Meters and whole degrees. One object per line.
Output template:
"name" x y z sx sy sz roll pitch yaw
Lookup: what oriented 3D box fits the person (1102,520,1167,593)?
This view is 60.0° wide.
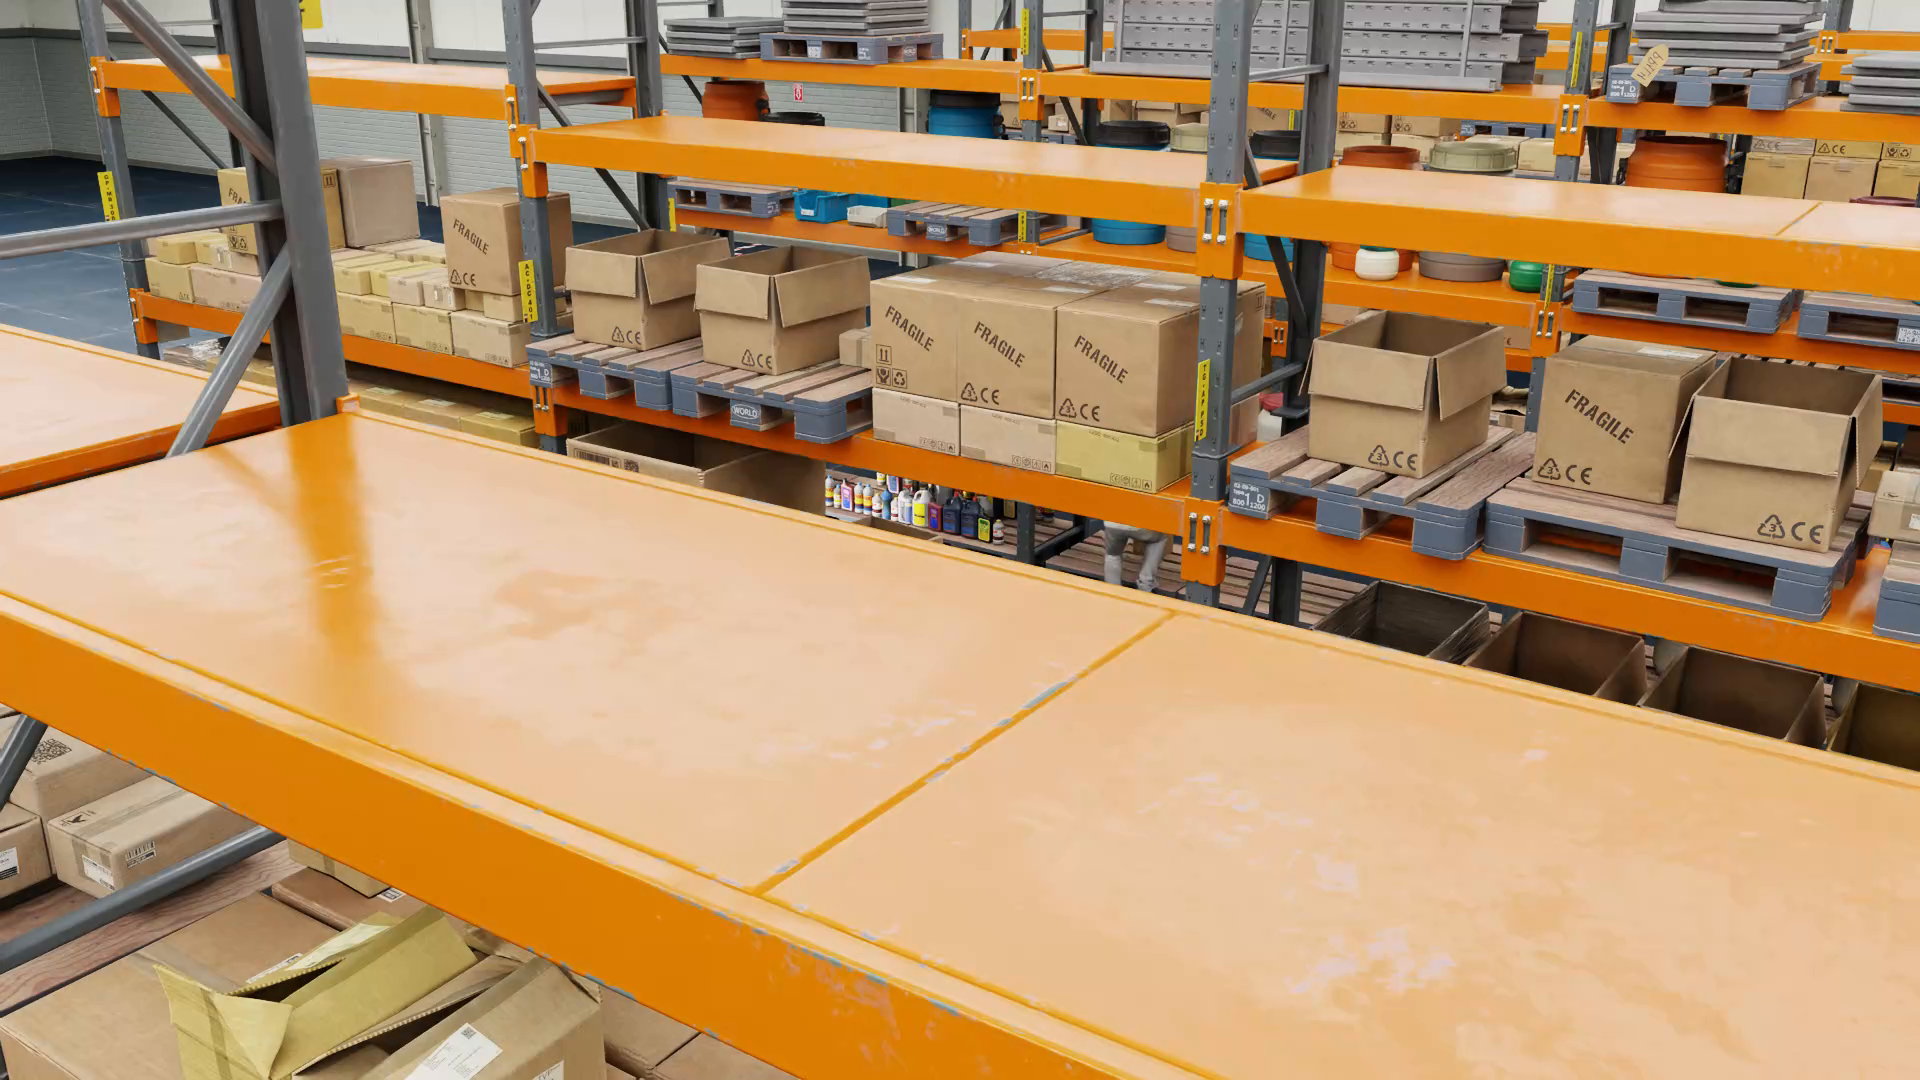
"person" 1.332 -0.182 13.030 0.622 1.565 0.640 7 21 18
